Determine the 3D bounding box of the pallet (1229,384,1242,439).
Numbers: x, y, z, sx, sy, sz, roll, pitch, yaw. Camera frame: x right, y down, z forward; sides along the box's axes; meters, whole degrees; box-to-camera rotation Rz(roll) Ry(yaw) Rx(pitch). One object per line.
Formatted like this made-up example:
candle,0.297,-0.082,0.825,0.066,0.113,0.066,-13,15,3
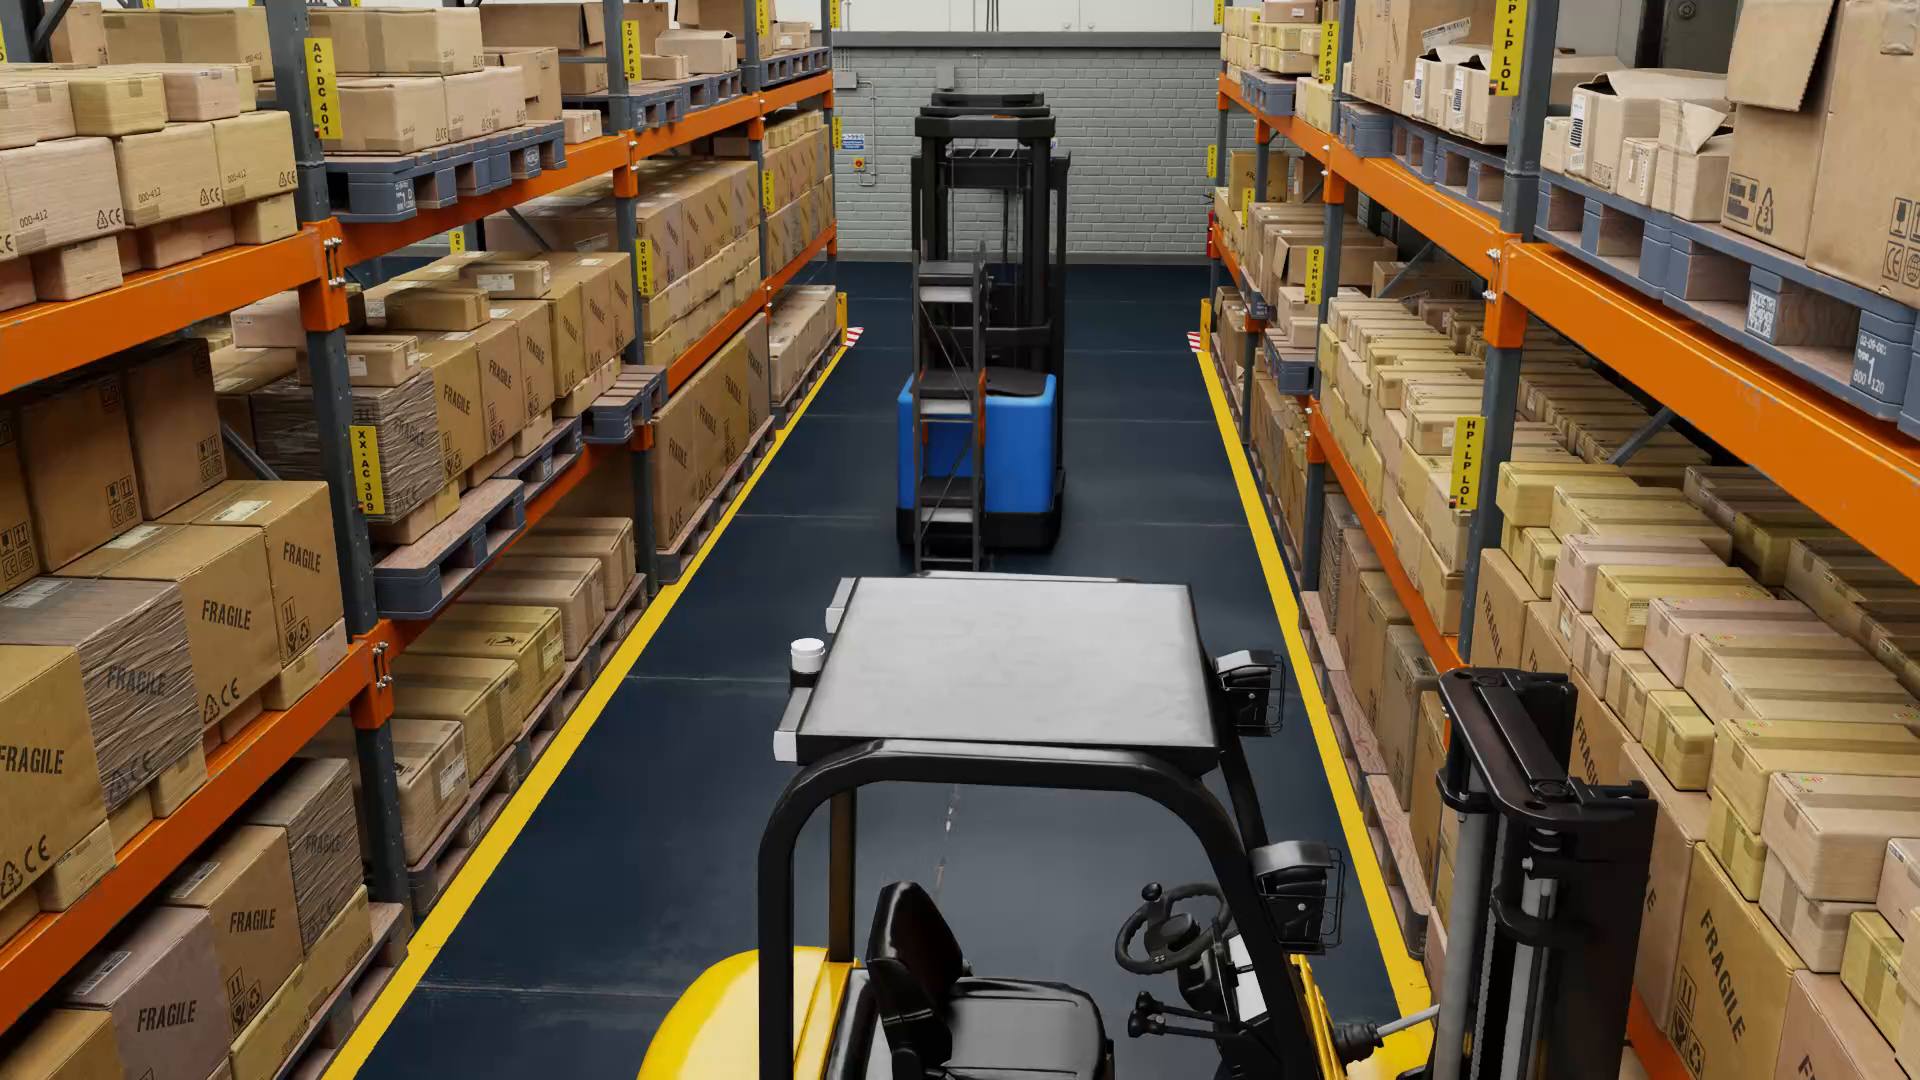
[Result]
pallet,2.897,-1.112,14.479,1.003,0.211,1.213,1,18,4

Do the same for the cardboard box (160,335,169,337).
cardboard box,-7.304,-1.737,14.855,0.380,0.149,0.250,2,18,5

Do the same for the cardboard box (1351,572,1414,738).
cardboard box,2.415,0.553,8.058,0.875,0.625,0.625,1,18,2

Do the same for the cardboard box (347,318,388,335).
cardboard box,-2.796,-0.700,7.431,0.500,0.500,0.500,2,18,6

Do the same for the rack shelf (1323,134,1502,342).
rack shelf,2.417,-1.444,7.352,1.077,0.370,4.000,1,18,4

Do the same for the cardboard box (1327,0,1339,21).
cardboard box,2.908,-3.936,12.226,0.396,0.266,0.258,1,18,4

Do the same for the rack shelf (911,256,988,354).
rack shelf,-0.062,-1.464,10.314,0.431,0.518,0.480,2,18,5

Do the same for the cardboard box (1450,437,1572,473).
cardboard box,2.077,-0.287,6.279,0.380,0.149,0.250,1,18,3

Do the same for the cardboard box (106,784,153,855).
cardboard box,-2.514,0.771,4.656,0.380,0.149,0.250,1,18,3

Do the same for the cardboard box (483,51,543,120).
cardboard box,-2.472,-2.092,8.006,0.797,0.503,0.637,1,18,4

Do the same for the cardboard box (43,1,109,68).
cardboard box,-7.185,-3.970,13.070,0.700,0.500,0.500,1,18,4

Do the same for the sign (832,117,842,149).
sign,-1.277,-4.223,17.252,0.100,0.325,0.005,1,18,4

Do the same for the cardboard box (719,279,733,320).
cardboard box,-1.978,-1.803,12.350,0.500,0.250,0.500,1,18,2

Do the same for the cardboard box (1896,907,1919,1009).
cardboard box,1.781,0.731,2.696,0.380,0.149,0.250,2,18,5

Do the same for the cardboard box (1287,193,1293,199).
cardboard box,3.327,-3.228,16.219,0.500,0.250,0.500,1,18,4

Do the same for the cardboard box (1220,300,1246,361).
cardboard box,2.895,-2.026,16.128,0.700,0.500,0.500,2,18,6

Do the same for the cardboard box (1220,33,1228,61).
cardboard box,2.829,-4.830,16.293,0.500,0.250,0.500,1,18,3

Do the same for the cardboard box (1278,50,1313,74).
cardboard box,2.344,-3.215,11.170,0.380,0.149,0.250,2,18,5

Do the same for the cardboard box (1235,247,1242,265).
cardboard box,2.646,-2.533,14.739,0.380,0.149,0.250,1,18,3

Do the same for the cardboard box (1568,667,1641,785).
cardboard box,1.925,0.664,4.418,0.500,0.500,0.500,1,18,3

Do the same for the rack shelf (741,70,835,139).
rack shelf,-1.961,-4.039,15.269,1.077,0.370,4.000,1,18,4

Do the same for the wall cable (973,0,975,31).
wall cable,-0.940,-8.182,21.942,2.355,3.000,0.029,1,18,4

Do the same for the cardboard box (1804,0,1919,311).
cardboard box,1.949,-0.676,2.856,0.700,0.500,0.500,1,18,4

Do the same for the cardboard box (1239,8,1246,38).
cardboard box,2.748,-4.595,14.772,0.500,0.250,0.500,2,18,5

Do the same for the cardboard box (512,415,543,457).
cardboard box,-2.202,-0.498,7.855,0.380,0.149,0.250,2,18,6

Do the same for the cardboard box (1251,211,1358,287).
cardboard box,2.552,-2.165,12.379,0.700,0.500,0.500,1,18,5

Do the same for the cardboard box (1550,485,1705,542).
cardboard box,2.044,-0.061,5.111,0.380,0.149,0.250,2,18,5

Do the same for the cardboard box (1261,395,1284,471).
cardboard box,2.520,-0.770,12.296,0.500,0.500,0.500,1,18,2

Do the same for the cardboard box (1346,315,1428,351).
cardboard box,2.233,-1.082,8.705,0.380,0.149,0.250,2,18,5

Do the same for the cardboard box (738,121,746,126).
cardboard box,-2.227,-3.900,15.701,0.380,0.149,0.250,1,18,4

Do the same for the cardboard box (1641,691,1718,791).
cardboard box,1.858,0.478,3.946,0.380,0.149,0.250,1,18,3

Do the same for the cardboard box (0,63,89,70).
cardboard box,-3.026,-1.444,5.317,0.380,0.149,0.250,1,18,3

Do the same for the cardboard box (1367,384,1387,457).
cardboard box,2.181,-0.539,7.689,0.500,0.250,0.500,2,18,5

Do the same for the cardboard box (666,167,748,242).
cardboard box,-1.915,-2.551,12.625,0.500,0.500,0.500,2,18,5

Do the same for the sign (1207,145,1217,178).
sign,2.593,-3.890,17.087,0.100,0.325,0.005,1,18,4

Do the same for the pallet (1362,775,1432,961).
pallet,2.288,1.356,6.946,1.003,0.211,1.213,1,18,4

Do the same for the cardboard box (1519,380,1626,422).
cardboard box,2.657,-0.594,7.218,0.380,0.149,0.250,1,18,3

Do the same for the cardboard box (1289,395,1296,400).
cardboard box,2.535,-0.947,11.795,0.380,0.149,0.250,1,18,4

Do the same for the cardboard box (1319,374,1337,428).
cardboard box,2.285,-0.778,9.222,0.500,0.250,0.500,1,18,4

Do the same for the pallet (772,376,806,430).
pallet,-1.971,-1.243,14.878,1.003,0.211,1.213,1,18,4

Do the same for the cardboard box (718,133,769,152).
cardboard box,-1.820,-3.337,13.981,0.380,0.149,0.250,2,18,5

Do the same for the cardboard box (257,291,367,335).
cardboard box,-2.837,-0.994,7.286,0.380,0.149,0.250,1,18,2

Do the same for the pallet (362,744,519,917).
pallet,-2.623,1.234,7.318,1.003,0.211,1.213,1,18,4

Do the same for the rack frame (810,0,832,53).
rack frame,-1.817,-6.427,16.585,1.000,3.000,0.127,1,18,4

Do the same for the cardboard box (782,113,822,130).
cardboard box,-1.572,-4.130,16.401,0.380,0.149,0.250,1,18,3

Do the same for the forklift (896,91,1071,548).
forklift,0.226,-1.755,12.071,1.130,2.935,3.031,2,18,5

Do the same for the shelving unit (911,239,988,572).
shelving unit,-0.062,-0.811,10.527,0.431,2.100,0.503,2,18,5

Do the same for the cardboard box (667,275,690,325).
cardboard box,-2.070,-1.570,10.836,0.500,0.250,0.500,2,18,5

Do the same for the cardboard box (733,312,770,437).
cardboard box,-2.069,-1.329,13.401,0.875,0.875,0.875,2,18,6

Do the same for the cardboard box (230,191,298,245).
cardboard box,-2.395,-1.050,5.397,0.380,0.149,0.250,1,18,4

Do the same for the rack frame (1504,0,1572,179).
rack frame,2.274,-2.590,4.877,1.000,3.000,0.127,1,18,4

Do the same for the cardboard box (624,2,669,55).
cardboard box,-2.456,-3.739,12.365,0.500,0.500,0.500,1,18,3

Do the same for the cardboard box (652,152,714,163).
cardboard box,-2.346,-3.009,14.023,0.500,0.500,0.500,1,18,3

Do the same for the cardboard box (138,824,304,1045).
cardboard box,-2.487,1.249,5.330,0.500,0.500,0.500,2,18,5
